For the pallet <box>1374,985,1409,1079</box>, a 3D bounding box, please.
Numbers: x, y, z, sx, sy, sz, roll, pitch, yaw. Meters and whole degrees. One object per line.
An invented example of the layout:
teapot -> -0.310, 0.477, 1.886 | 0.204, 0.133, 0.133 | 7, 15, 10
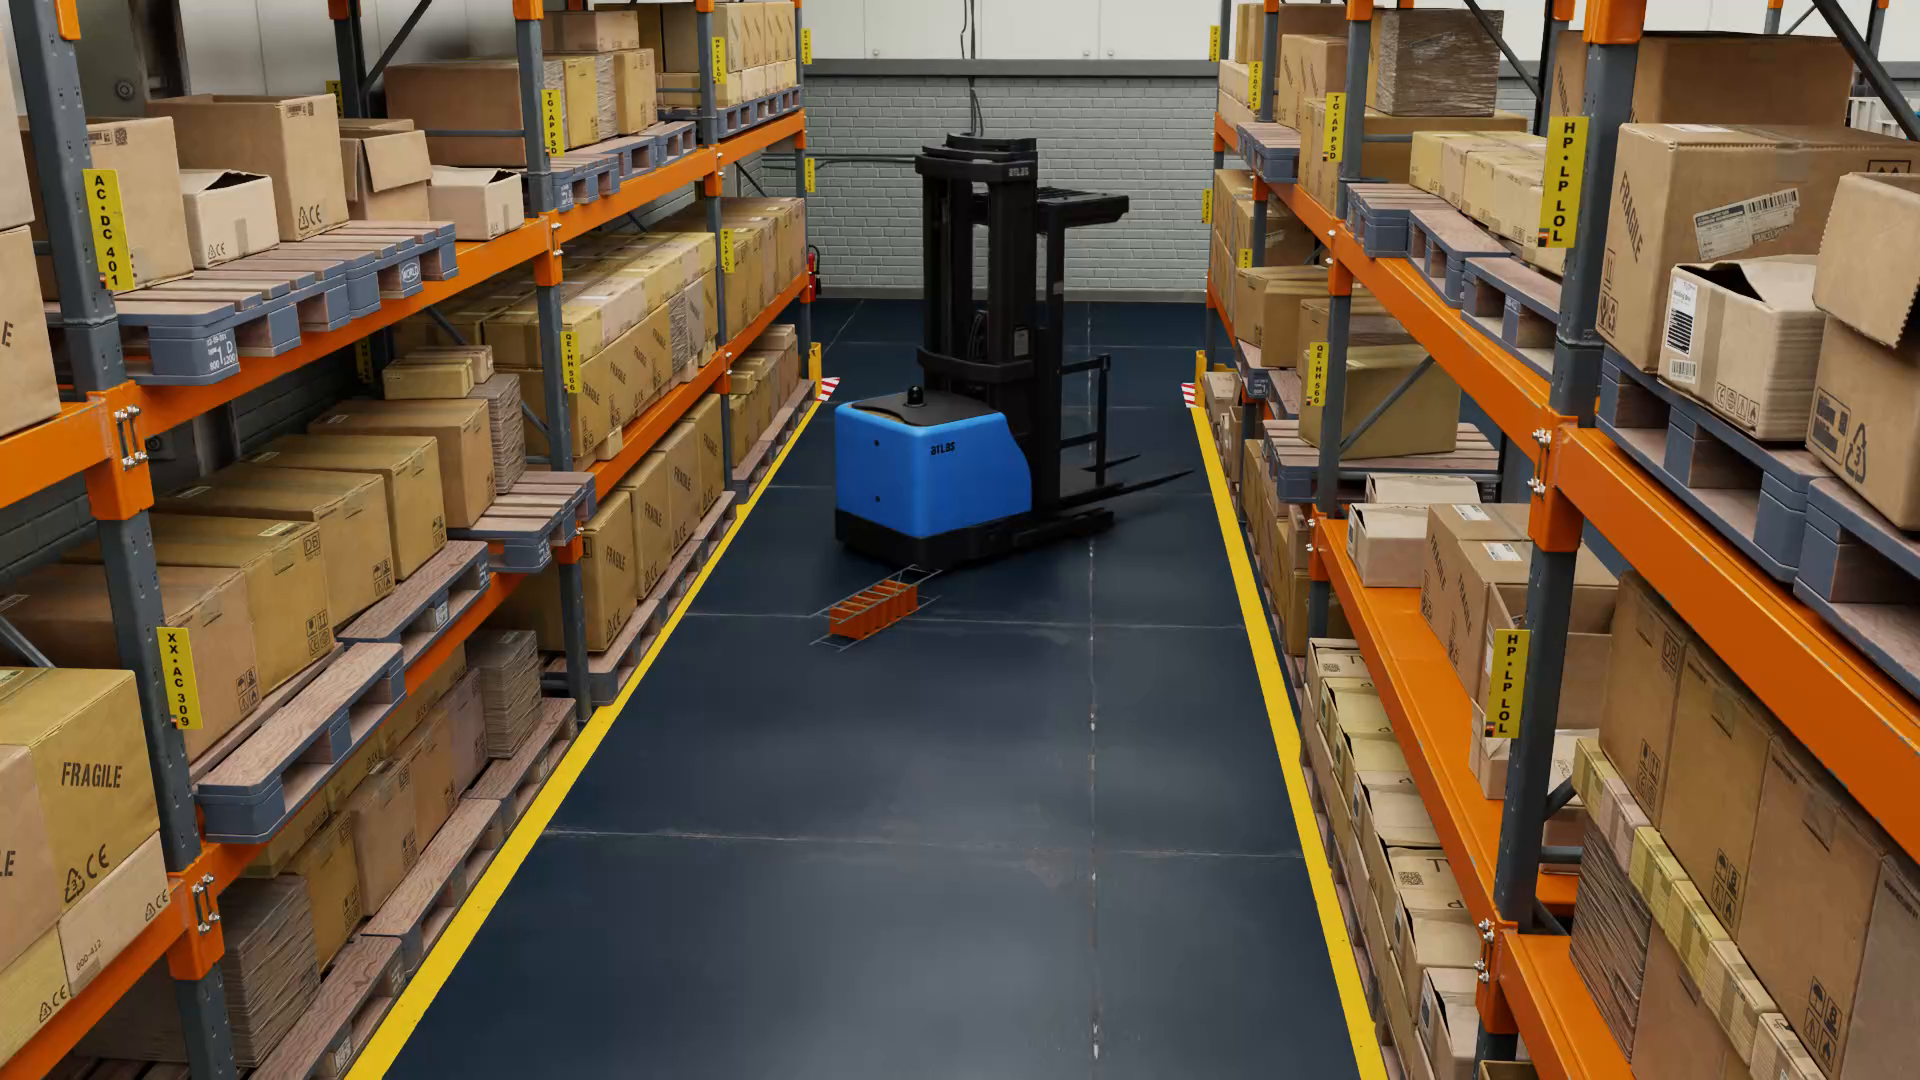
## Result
pallet -> 2.087, 2.020, 5.918 | 1.003, 0.211, 1.213 | 1, 18, 4

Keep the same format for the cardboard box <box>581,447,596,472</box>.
cardboard box -> -2.300, -0.492, 9.479 | 0.380, 0.149, 0.250 | 2, 18, 5

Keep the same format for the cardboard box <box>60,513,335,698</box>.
cardboard box -> -2.751, 0.228, 6.042 | 0.700, 0.500, 0.500 | 3, 18, 10

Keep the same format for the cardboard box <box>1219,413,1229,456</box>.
cardboard box -> 2.458, -0.907, 13.986 | 0.500, 0.311, 0.500 | 1, 18, 4

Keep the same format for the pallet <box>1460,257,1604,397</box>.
pallet -> 2.123, -0.684, 5.183 | 0.805, 0.209, 1.217 | 1, 18, 2

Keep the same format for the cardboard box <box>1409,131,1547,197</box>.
cardboard box -> 2.383, -1.729, 7.632 | 0.500, 0.250, 0.500 | 0, 18, 0

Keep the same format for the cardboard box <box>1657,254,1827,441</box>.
cardboard box -> 1.735, -0.406, 3.272 | 0.500, 0.311, 0.500 | 0, 18, 1

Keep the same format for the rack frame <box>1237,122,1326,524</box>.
rack frame -> 2.646, -1.560, 12.366 | 1.000, 3.000, 0.127 | 1, 18, 4

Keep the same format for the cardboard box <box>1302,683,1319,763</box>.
cardboard box -> 2.029, 0.946, 8.461 | 0.500, 0.250, 0.500 | 1, 18, 4

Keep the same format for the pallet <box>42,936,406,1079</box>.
pallet -> -2.814, 1.899, 6.289 | 1.003, 0.211, 1.213 | 1, 18, 4

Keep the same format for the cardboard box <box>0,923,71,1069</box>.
cardboard box -> -2.644, 1.186, 4.196 | 0.500, 0.250, 0.500 | 1, 18, 4

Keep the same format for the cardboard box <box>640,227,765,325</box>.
cardboard box -> -2.182, -2.206, 13.858 | 0.980, 0.700, 0.700 | 1, 18, 3

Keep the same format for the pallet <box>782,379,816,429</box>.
pallet -> -1.988, -1.336, 16.162 | 1.003, 0.211, 1.213 | 1, 18, 4

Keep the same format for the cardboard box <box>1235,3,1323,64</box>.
cardboard box -> 2.792, -4.437, 14.563 | 0.700, 0.500, 0.500 | 1, 18, 4

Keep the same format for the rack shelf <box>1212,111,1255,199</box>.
rack shelf -> 2.790, -3.265, 13.907 | 1.077, 0.370, 4.000 | 1, 18, 4

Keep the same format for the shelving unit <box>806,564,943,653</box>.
shelving unit -> -0.536, 0.432, 10.793 | 0.258, 0.189, 1.200 | 11, 21, 30

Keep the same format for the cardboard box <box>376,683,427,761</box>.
cardboard box -> -2.717, 0.756, 7.403 | 0.500, 0.250, 0.500 | 1, 18, 4

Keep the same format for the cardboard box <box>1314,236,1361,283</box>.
cardboard box -> 2.961, -2.223, 12.622 | 0.500, 0.500, 0.500 | 2, 18, 5

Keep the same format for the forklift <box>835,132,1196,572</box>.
forklift -> 0.536, -1.527, 12.377 | 3.031, 2.935, 1.130 | -15, 23, -38

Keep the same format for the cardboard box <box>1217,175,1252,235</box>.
cardboard box -> 2.608, -3.030, 15.087 | 0.500, 0.500, 0.500 | 1, 18, 4

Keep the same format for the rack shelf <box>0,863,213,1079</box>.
rack shelf -> -3.012, 1.778, 3.334 | 1.077, 0.370, 4.000 | 1, 18, 4

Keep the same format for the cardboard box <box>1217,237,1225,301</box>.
cardboard box -> 2.568, -2.402, 14.774 | 0.500, 0.500, 0.500 | 1, 18, 4

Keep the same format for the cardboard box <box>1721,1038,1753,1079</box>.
cardboard box -> 1.976, 1.335, 3.371 | 0.700, 0.500, 0.500 | 2, 18, 5

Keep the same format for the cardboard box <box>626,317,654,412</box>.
cardboard box -> -2.208, -1.087, 10.253 | 0.500, 0.500, 0.500 | 1, 18, 4

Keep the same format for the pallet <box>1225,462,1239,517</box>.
pallet -> 2.696, -0.448, 13.451 | 1.003, 0.211, 1.213 | 1, 18, 4

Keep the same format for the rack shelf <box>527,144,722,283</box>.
rack shelf -> -2.438, -2.132, 10.449 | 1.077, 0.370, 4.000 | 1, 18, 4

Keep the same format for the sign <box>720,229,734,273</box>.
sign -> -1.753, -2.173, 12.504 | 0.100, 0.325, 0.005 | 1, 18, 4

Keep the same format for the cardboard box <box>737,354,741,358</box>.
cardboard box -> -2.221, -1.741, 15.217 | 0.380, 0.149, 0.250 | 2, 18, 5

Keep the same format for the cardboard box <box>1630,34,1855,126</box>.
cardboard box -> 2.156, -1.176, 4.739 | 0.500, 0.500, 0.500 | 2, 18, 5

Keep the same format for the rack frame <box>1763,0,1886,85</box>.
rack frame -> 7.873, -5.541, 14.882 | 1.000, 3.000, 0.127 | 1, 18, 4

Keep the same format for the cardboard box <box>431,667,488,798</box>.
cardboard box -> -2.734, 0.934, 8.063 | 0.700, 0.500, 0.500 | 1, 18, 4

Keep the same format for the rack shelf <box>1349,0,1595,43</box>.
rack shelf -> 2.216, -2.015, 5.919 | 1.077, 0.370, 4.000 | 1, 18, 4

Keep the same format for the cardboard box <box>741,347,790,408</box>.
cardboard box -> -1.995, -1.548, 15.671 | 0.700, 0.500, 0.500 | 1, 18, 4

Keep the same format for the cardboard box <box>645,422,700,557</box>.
cardboard box -> -2.273, -0.366, 11.502 | 0.750, 0.750, 0.750 | 2, 18, 6

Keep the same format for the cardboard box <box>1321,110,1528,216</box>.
cardboard box -> 2.357, -1.927, 8.508 | 0.910, 0.500, 0.500 | 1, 18, 4

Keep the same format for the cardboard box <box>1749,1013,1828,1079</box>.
cardboard box -> 1.772, 1.049, 3.203 | 0.380, 0.149, 0.250 | 1, 18, 2

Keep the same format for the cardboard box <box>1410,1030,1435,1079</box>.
cardboard box -> 1.813, 1.897, 5.559 | 0.500, 0.250, 0.500 | 1, 18, 3

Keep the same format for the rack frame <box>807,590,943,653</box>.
rack frame -> -0.536, 0.519, 10.821 | 0.240, 0.006, 1.200 | 11, 21, 30

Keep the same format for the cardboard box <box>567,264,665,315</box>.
cardboard box -> -2.192, -1.598, 10.608 | 0.500, 0.250, 0.500 | 1, 18, 3

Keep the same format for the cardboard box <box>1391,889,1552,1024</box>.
cardboard box -> 1.847, 1.472, 5.956 | 0.500, 0.311, 0.500 | 2, 18, 5

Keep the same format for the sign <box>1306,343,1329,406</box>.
sign -> 1.817, -0.839, 8.435 | 0.100, 0.325, 0.005 | 1, 18, 4

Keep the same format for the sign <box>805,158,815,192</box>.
sign -> -1.468, -3.558, 16.224 | 0.100, 0.325, 0.005 | 1, 18, 4

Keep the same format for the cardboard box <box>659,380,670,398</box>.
cardboard box -> -2.172, -1.054, 11.195 | 0.380, 0.149, 0.250 | 1, 18, 2

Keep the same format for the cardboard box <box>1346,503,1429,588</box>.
cardboard box -> 2.102, -0.002, 7.754 | 0.500, 0.311, 0.500 | 1, 18, 3

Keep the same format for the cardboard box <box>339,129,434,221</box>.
cardboard box -> -2.767, -1.510, 7.200 | 0.797, 0.503, 0.637 | 4, 19, 12

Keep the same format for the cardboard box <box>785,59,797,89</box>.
cardboard box -> -1.796, -4.279, 15.254 | 0.500, 0.250, 0.500 | 2, 18, 6

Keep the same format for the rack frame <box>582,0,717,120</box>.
rack frame -> -2.295, -4.520, 11.766 | 1.000, 3.000, 0.127 | 1, 18, 4

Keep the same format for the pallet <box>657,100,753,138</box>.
pallet -> -2.226, -3.306, 13.021 | 1.003, 0.211, 1.213 | 1, 18, 4

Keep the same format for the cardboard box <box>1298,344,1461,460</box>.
cardboard box -> 2.292, -0.763, 9.098 | 0.700, 0.500, 0.500 | -5, 19, -15

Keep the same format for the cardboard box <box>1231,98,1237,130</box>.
cardboard box -> 2.530, -3.537, 13.823 | 0.500, 0.250, 0.500 | 1, 18, 4

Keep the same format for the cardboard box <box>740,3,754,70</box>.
cardboard box -> -1.934, -4.002, 13.203 | 0.500, 0.500, 0.500 | 1, 18, 3

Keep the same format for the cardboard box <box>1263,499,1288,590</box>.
cardboard box -> 2.261, 0.042, 10.786 | 0.500, 0.500, 0.500 | 1, 18, 2

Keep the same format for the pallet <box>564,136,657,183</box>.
pallet -> -2.511, -2.311, 10.145 | 1.003, 0.211, 1.213 | 2, 18, 6

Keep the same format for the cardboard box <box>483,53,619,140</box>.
cardboard box -> -2.543, -2.752, 10.320 | 0.700, 0.500, 0.500 | 1, 18, 4

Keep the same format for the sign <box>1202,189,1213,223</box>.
sign -> 2.392, -3.226, 16.059 | 0.100, 0.325, 0.005 | 1, 18, 4

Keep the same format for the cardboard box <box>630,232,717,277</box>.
cardboard box -> -2.073, -2.073, 12.058 | 0.500, 0.250, 0.500 | 2, 18, 5

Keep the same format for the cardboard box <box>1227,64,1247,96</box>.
cardboard box -> 2.564, -3.930, 14.219 | 0.500, 0.250, 0.500 | 1, 18, 4

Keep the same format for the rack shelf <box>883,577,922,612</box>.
rack shelf -> -0.386, 0.357, 11.022 | 0.258, 0.180, 0.103 | 11, 21, 30
